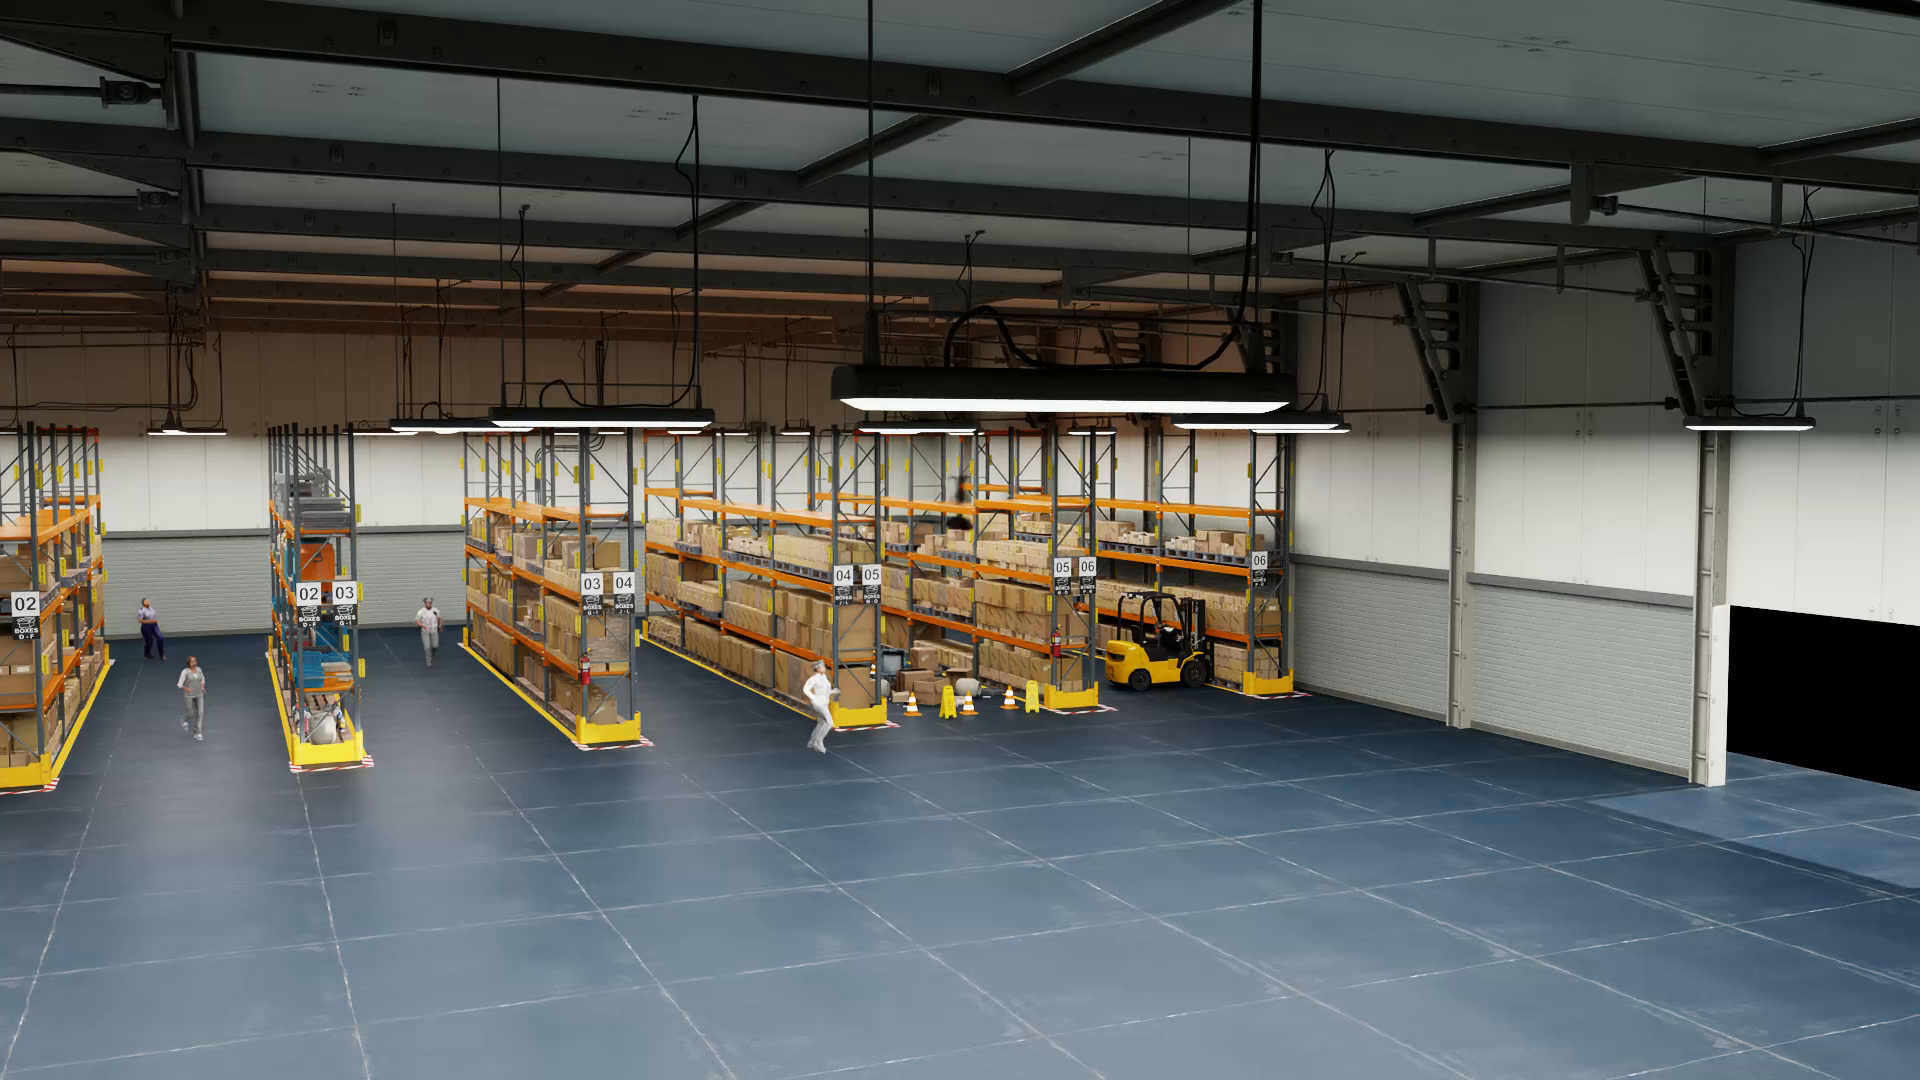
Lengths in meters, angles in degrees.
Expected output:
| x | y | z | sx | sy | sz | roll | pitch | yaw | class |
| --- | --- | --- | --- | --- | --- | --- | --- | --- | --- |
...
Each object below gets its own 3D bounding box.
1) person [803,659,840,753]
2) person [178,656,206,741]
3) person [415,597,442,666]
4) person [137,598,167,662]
| x | y | z | sx | sy | sz | roll | pitch | yaw | class |
| --- | --- | --- | --- | --- | --- | --- | --- | --- | --- |
| -2.506 | 3.029 | 30.375 | 0.636 | 1.711 | 0.594 | 1 | 4 | 17 | person |
| -14.650 | 3.001 | 31.747 | 0.802 | 1.595 | 0.538 | 3 | 5 | 45 | person |
| -13.383 | 2.300 | 41.960 | 0.664 | 1.743 | 0.599 | -2 | 4 | -27 | person |
| -20.813 | 2.306 | 42.694 | 0.718 | 1.649 | 0.593 | 2 | 4 | 31 | person |
